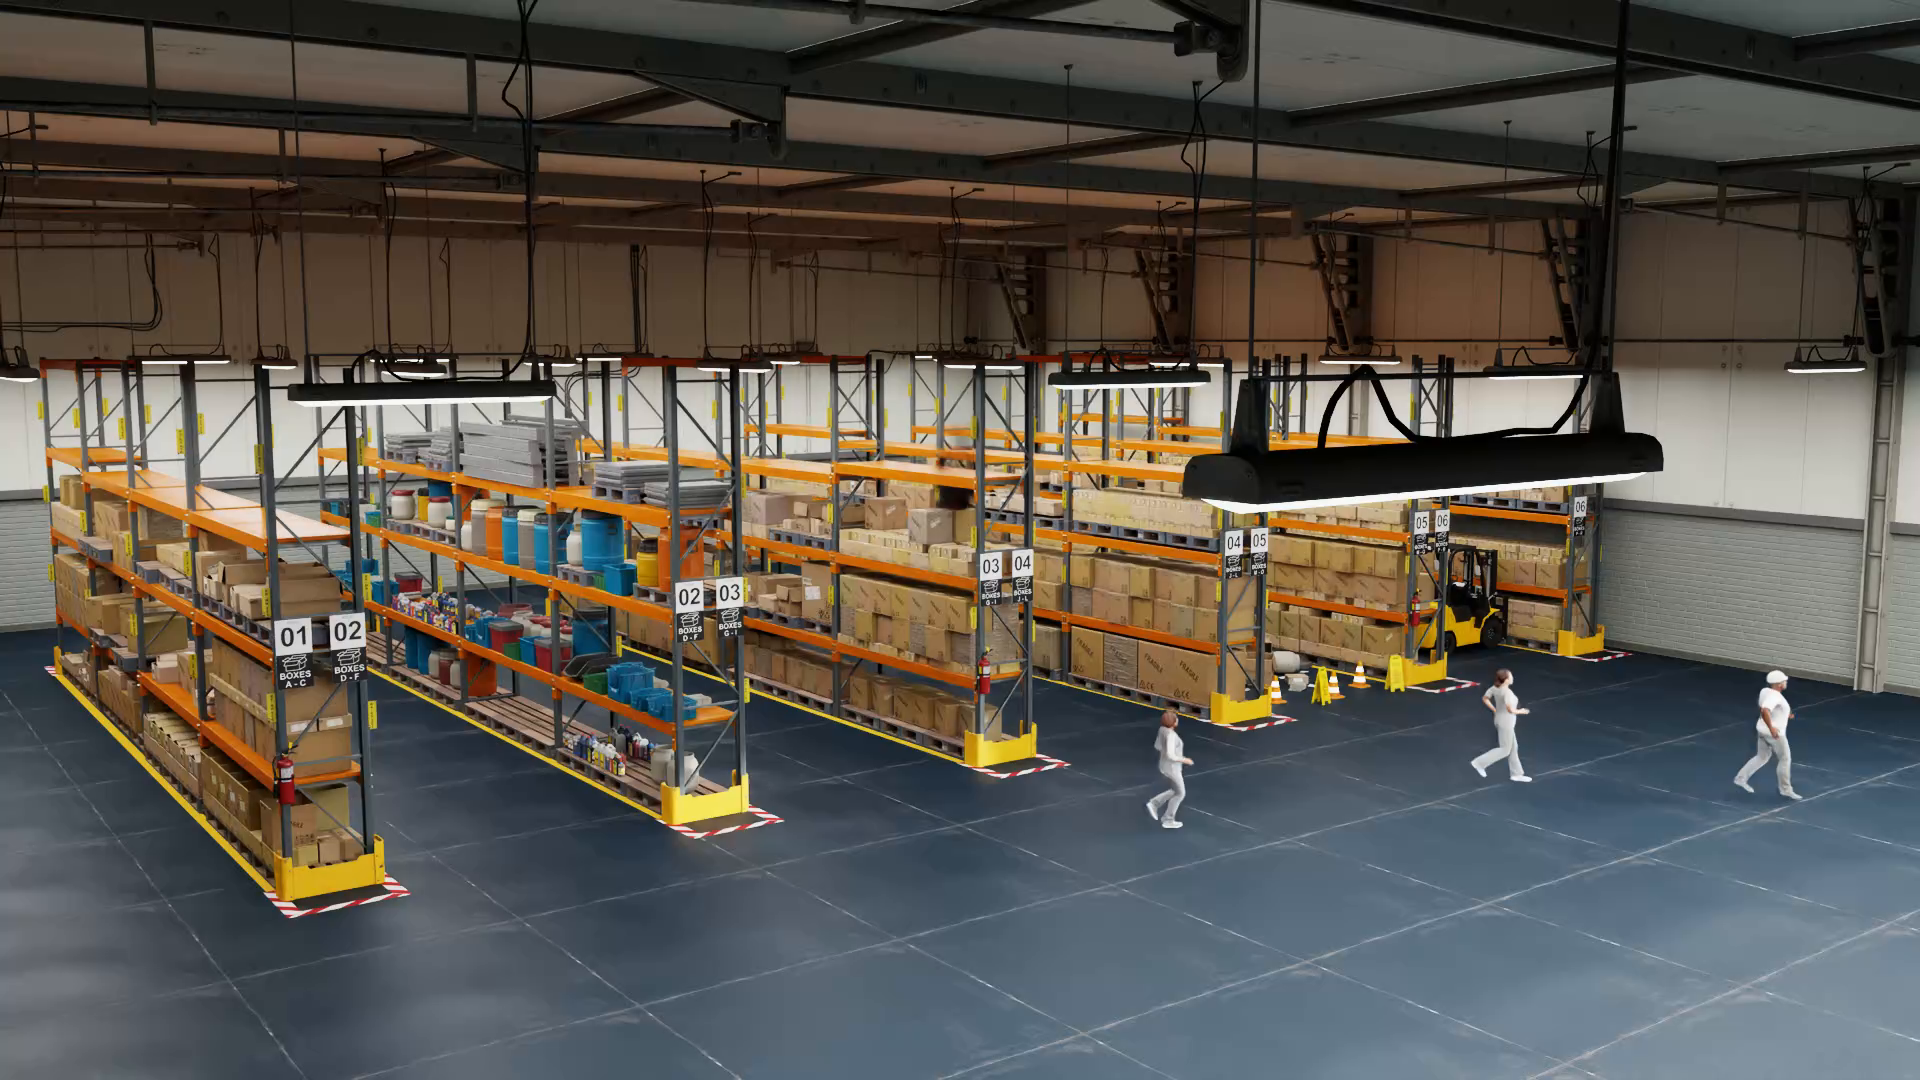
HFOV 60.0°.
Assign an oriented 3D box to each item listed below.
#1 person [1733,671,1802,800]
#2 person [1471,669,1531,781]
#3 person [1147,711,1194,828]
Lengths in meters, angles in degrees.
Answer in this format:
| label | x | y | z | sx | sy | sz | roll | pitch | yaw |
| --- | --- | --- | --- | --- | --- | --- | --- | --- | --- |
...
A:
| label | x | y | z | sx | sy | sz | roll | pitch | yaw |
| --- | --- | --- | --- | --- | --- | --- | --- | --- | --- |
| person | 11.219 | 2.690 | 23.034 | 0.895 | 1.787 | 0.691 | 0 | 7 | 0 |
| person | 7.745 | 2.654 | 23.738 | 0.935 | 1.663 | 0.568 | -1 | 7 | -7 |
| person | 2.726 | 2.987 | 21.577 | 0.560 | 1.531 | 0.532 | -1 | 7 | -9 |
